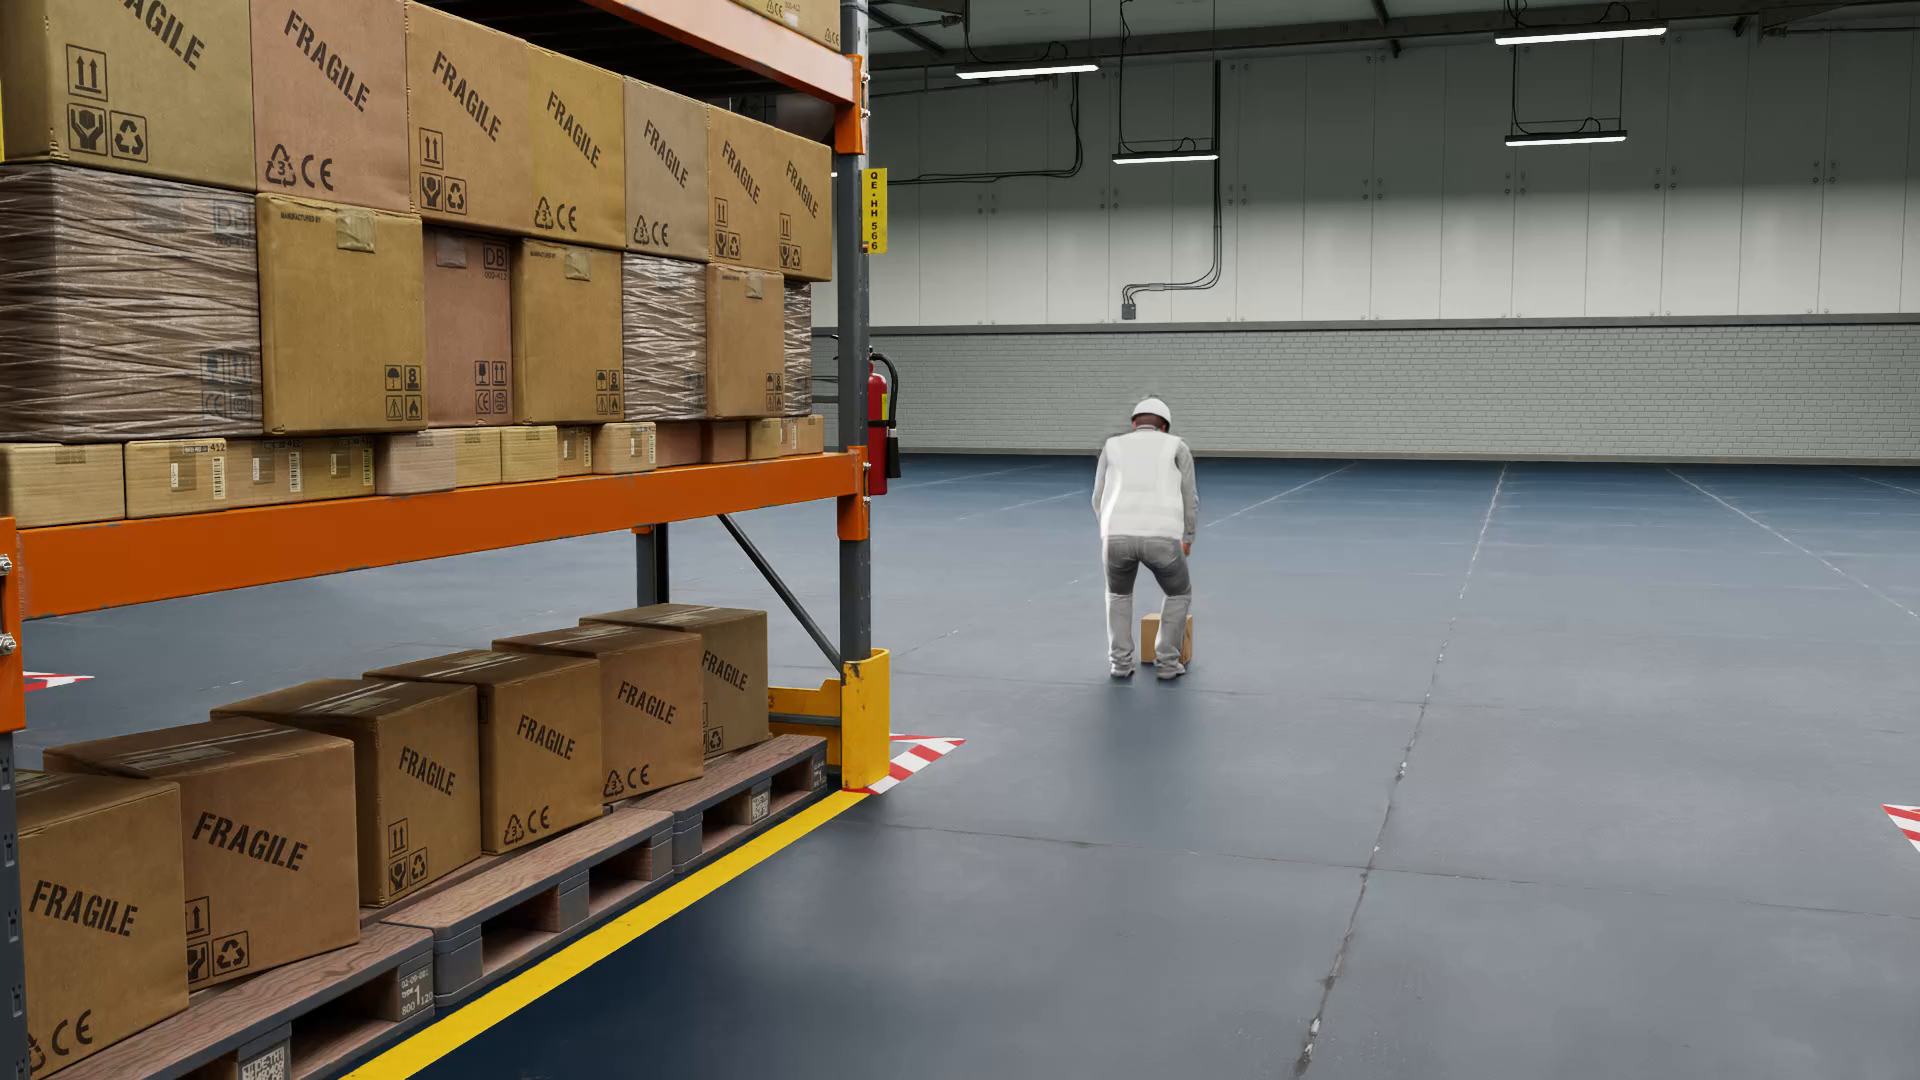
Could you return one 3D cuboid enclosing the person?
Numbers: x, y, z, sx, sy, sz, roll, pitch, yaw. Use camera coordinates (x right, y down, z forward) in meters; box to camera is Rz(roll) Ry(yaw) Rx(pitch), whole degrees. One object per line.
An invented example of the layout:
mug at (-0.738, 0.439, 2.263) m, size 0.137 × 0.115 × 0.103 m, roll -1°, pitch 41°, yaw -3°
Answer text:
person at (0.991, -0.017, 9.052) m, size 0.590 × 1.506 × 0.714 m, roll 2°, pitch 5°, yaw 19°
